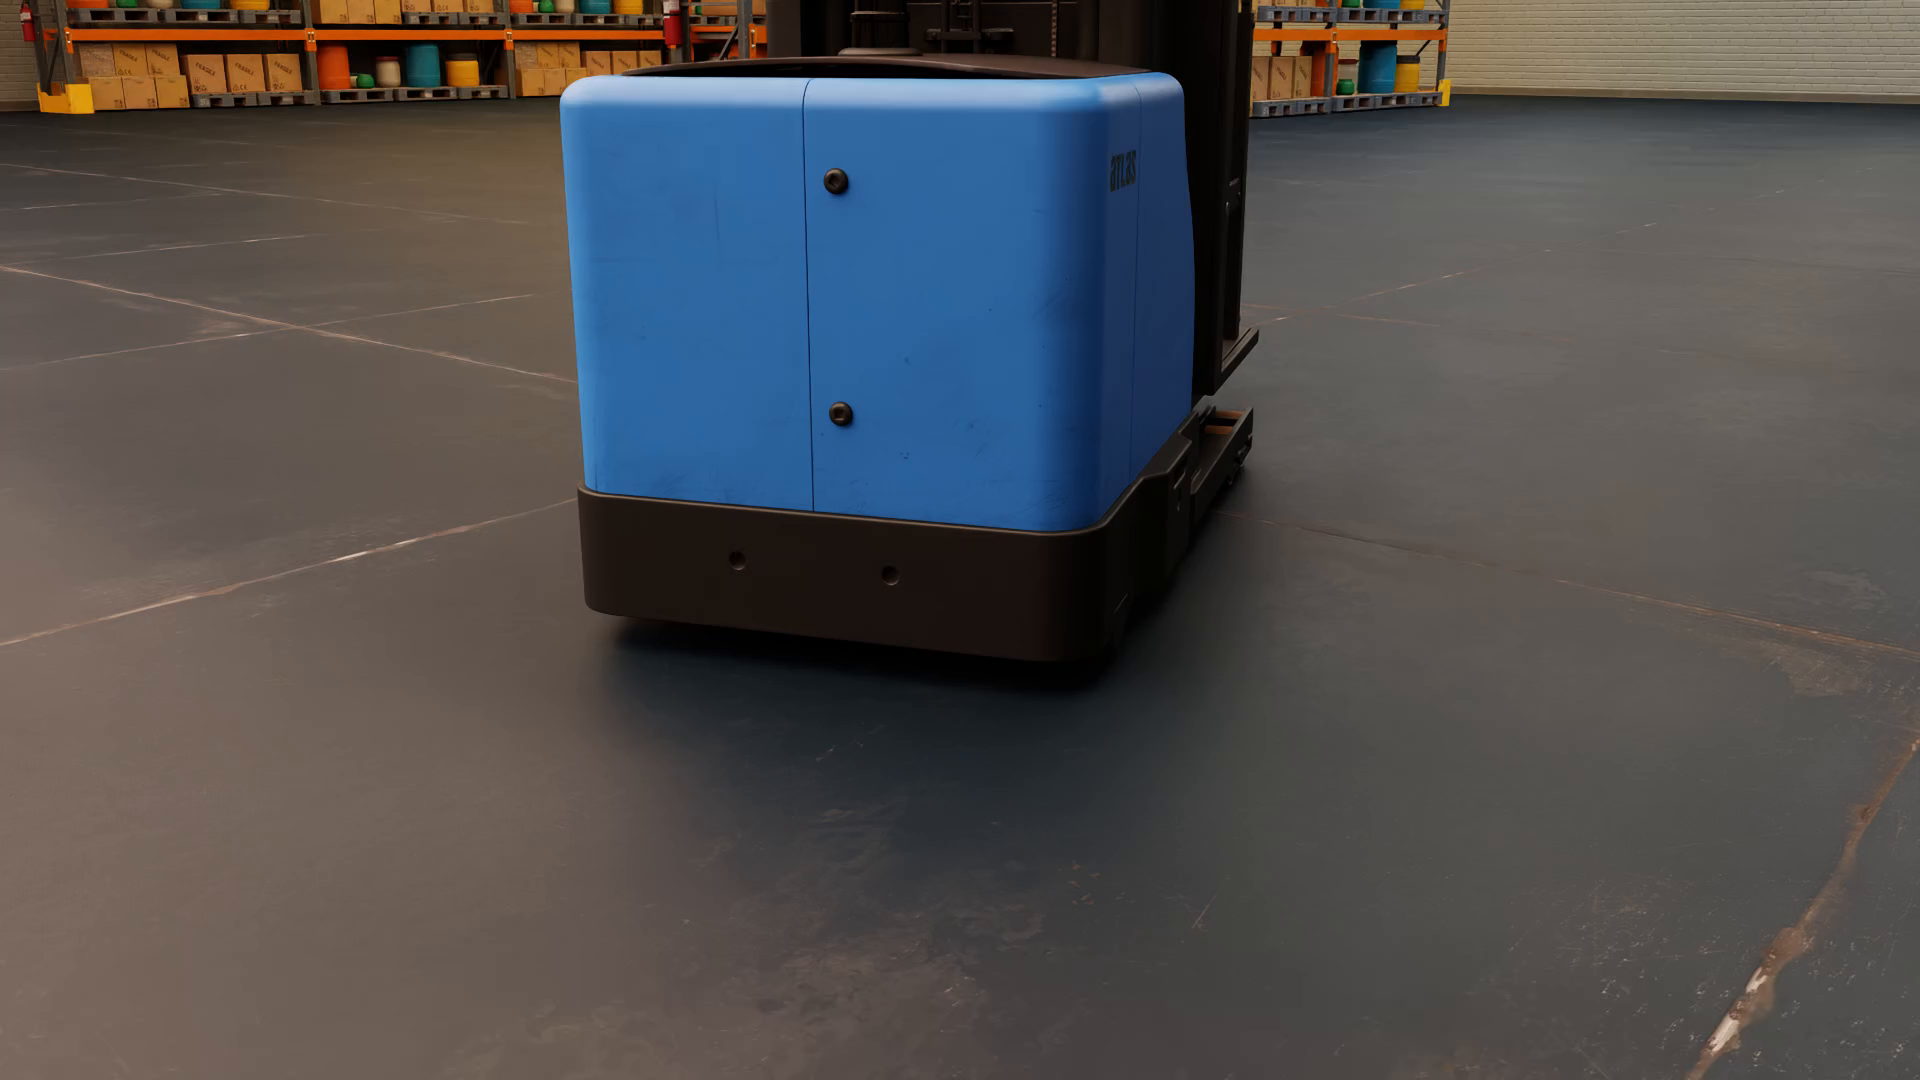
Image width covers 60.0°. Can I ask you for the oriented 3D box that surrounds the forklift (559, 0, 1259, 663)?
[{"bbox_3d":[0.182,-1.571,4.072,1.130,2.935,3.031,5,18,17],"label":"forklift"}]
